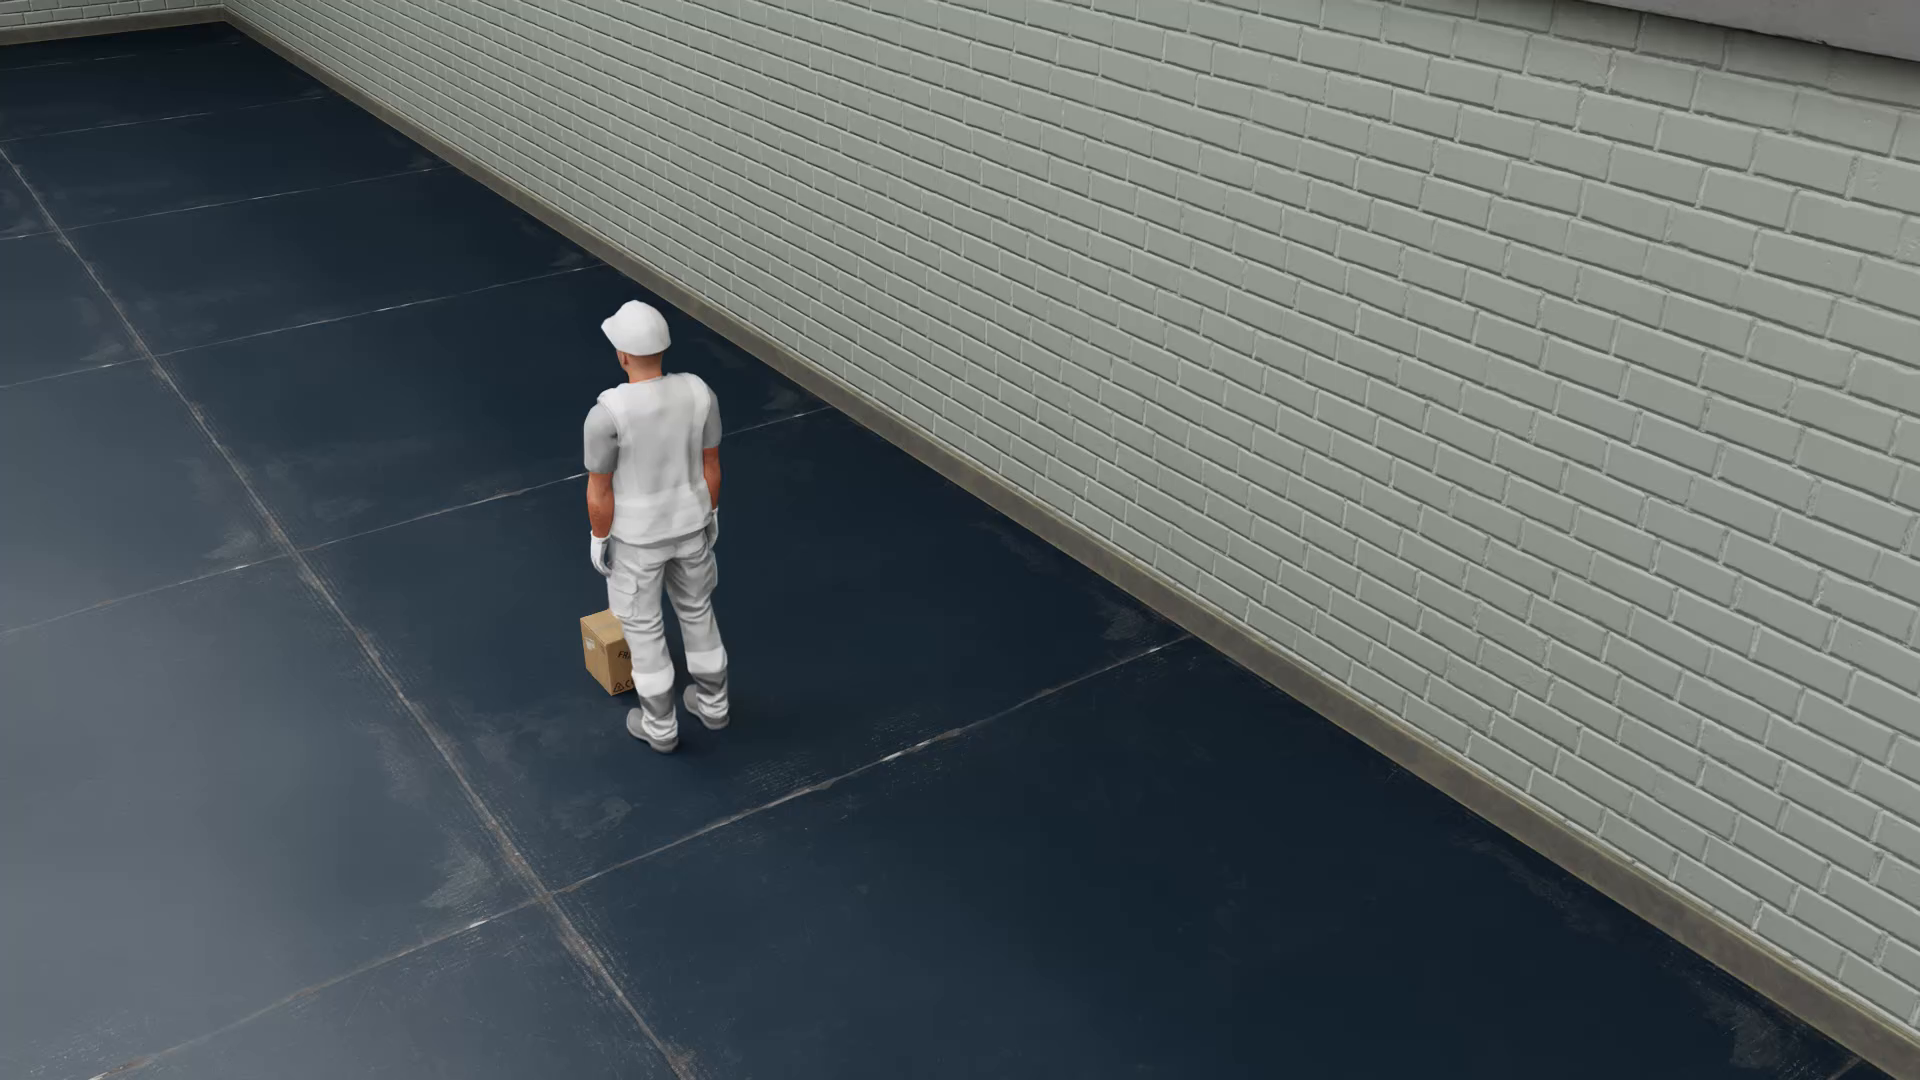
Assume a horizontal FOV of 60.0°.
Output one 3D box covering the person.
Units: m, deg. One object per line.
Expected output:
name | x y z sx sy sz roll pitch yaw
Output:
person | -1.127 -0.043 6.179 0.524 1.786 0.348 -18 33 -29
